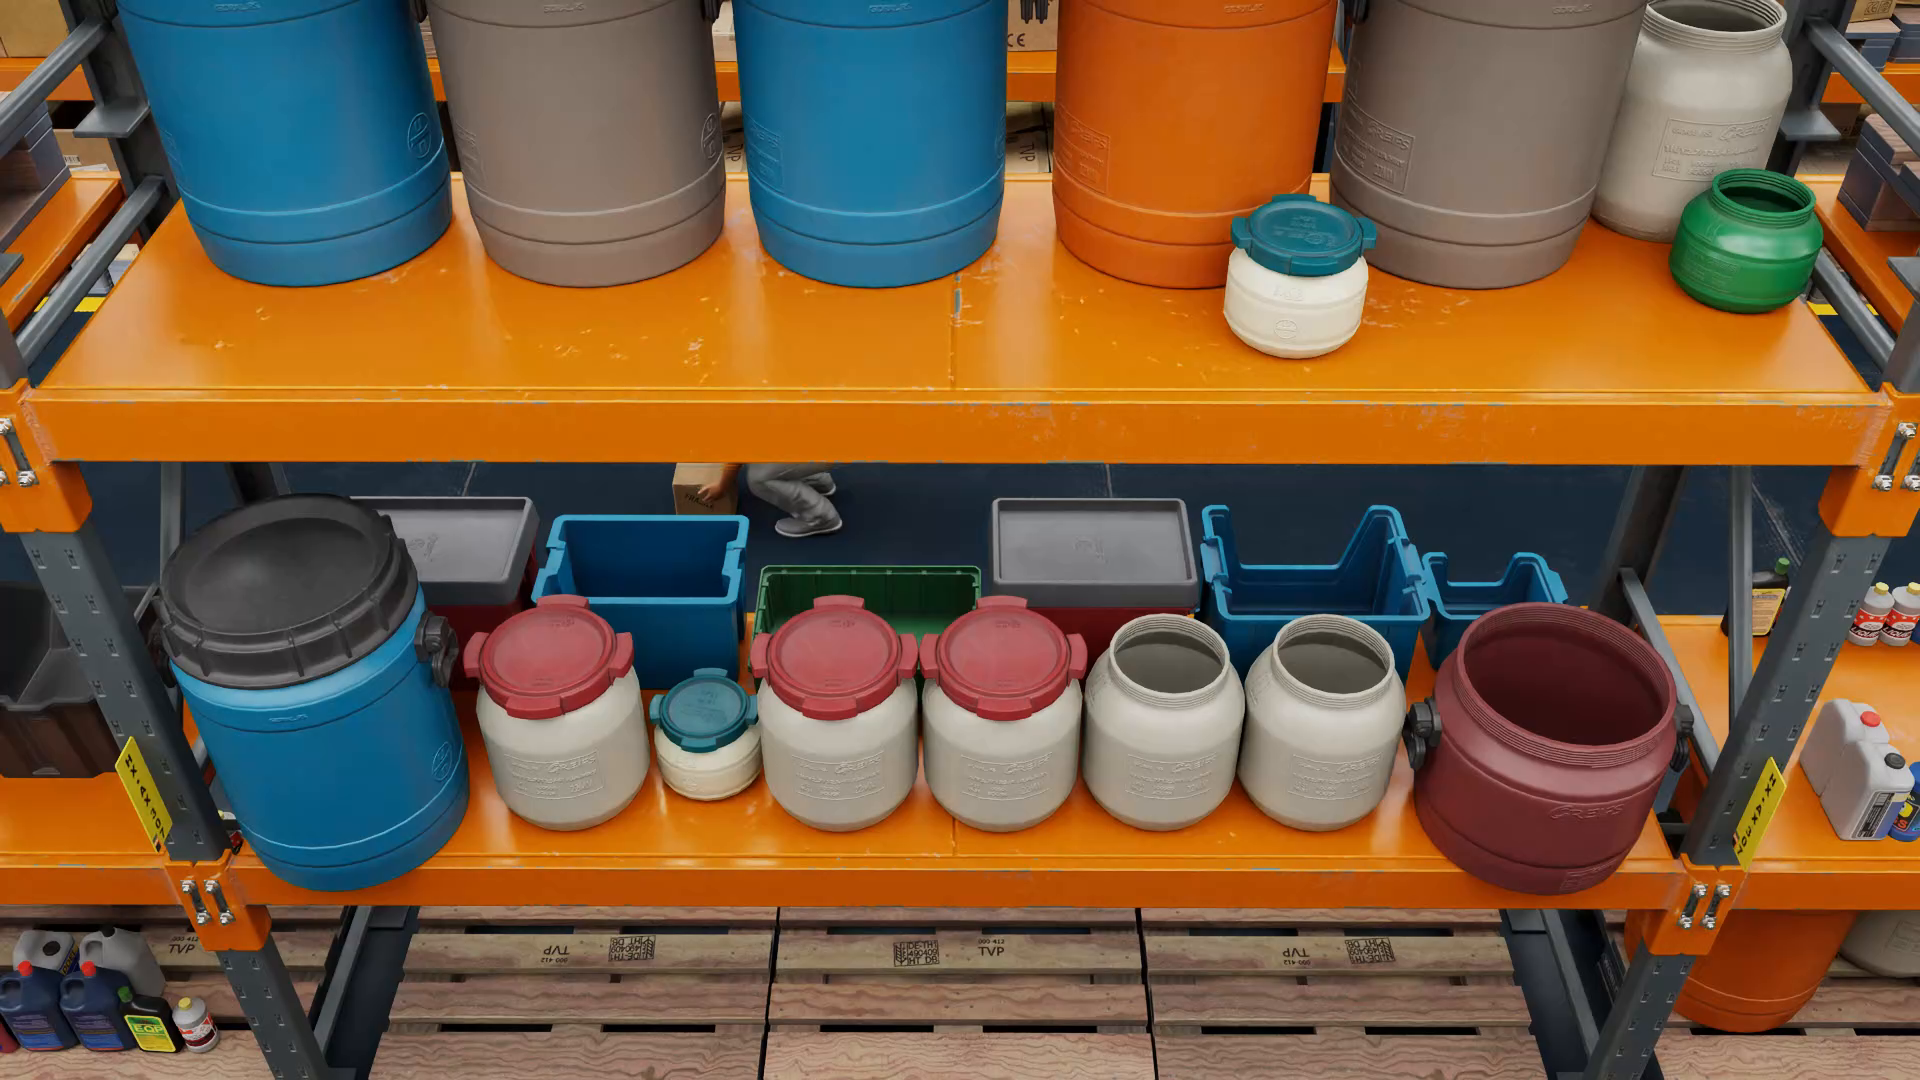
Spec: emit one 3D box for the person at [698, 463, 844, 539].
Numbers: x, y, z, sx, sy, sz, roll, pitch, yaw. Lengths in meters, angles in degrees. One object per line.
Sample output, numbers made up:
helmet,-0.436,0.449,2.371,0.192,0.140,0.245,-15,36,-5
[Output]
person,-0.771,-0.497,7.281,0.846,0.992,0.522,0,40,0
